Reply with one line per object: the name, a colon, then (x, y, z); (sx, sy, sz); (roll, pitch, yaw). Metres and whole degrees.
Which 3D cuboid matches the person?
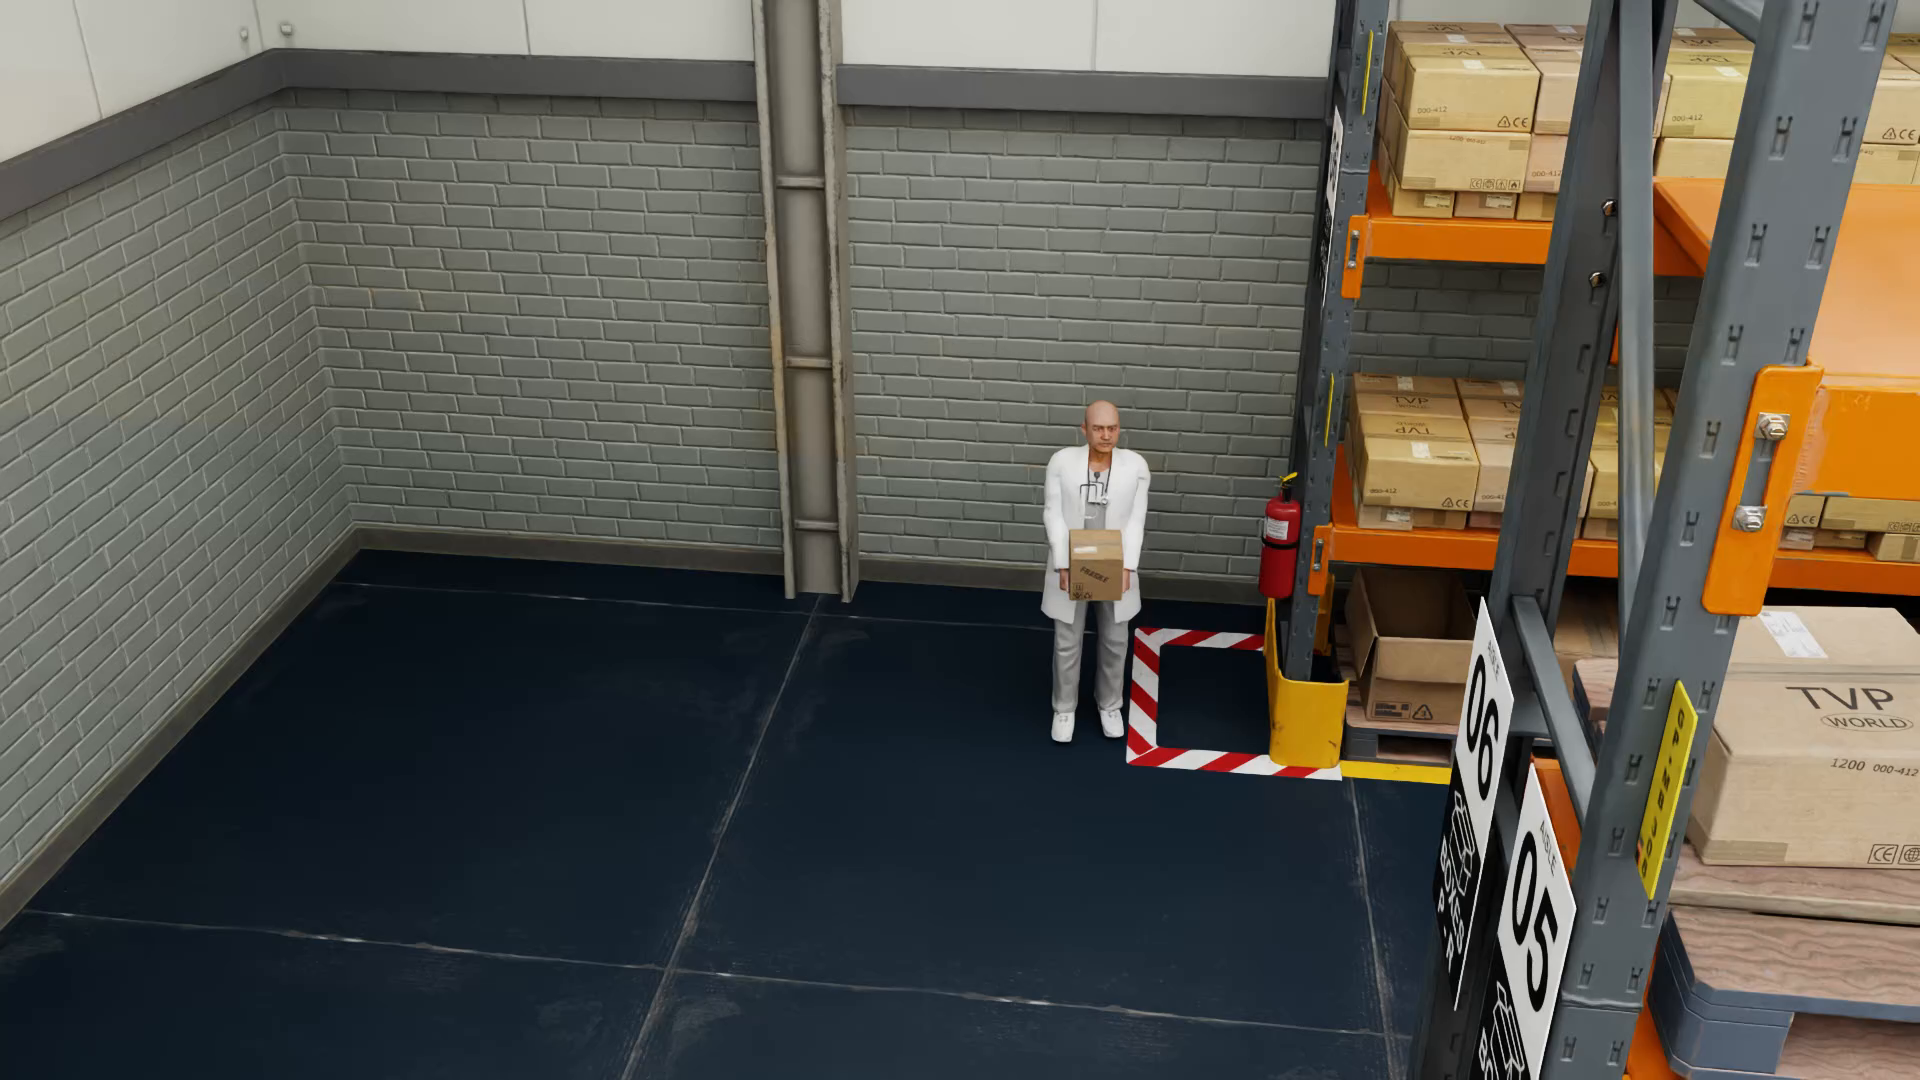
person: (0.668, 0.198, 8.272); (0.527, 1.769, 0.554); (1, 28, 1)
